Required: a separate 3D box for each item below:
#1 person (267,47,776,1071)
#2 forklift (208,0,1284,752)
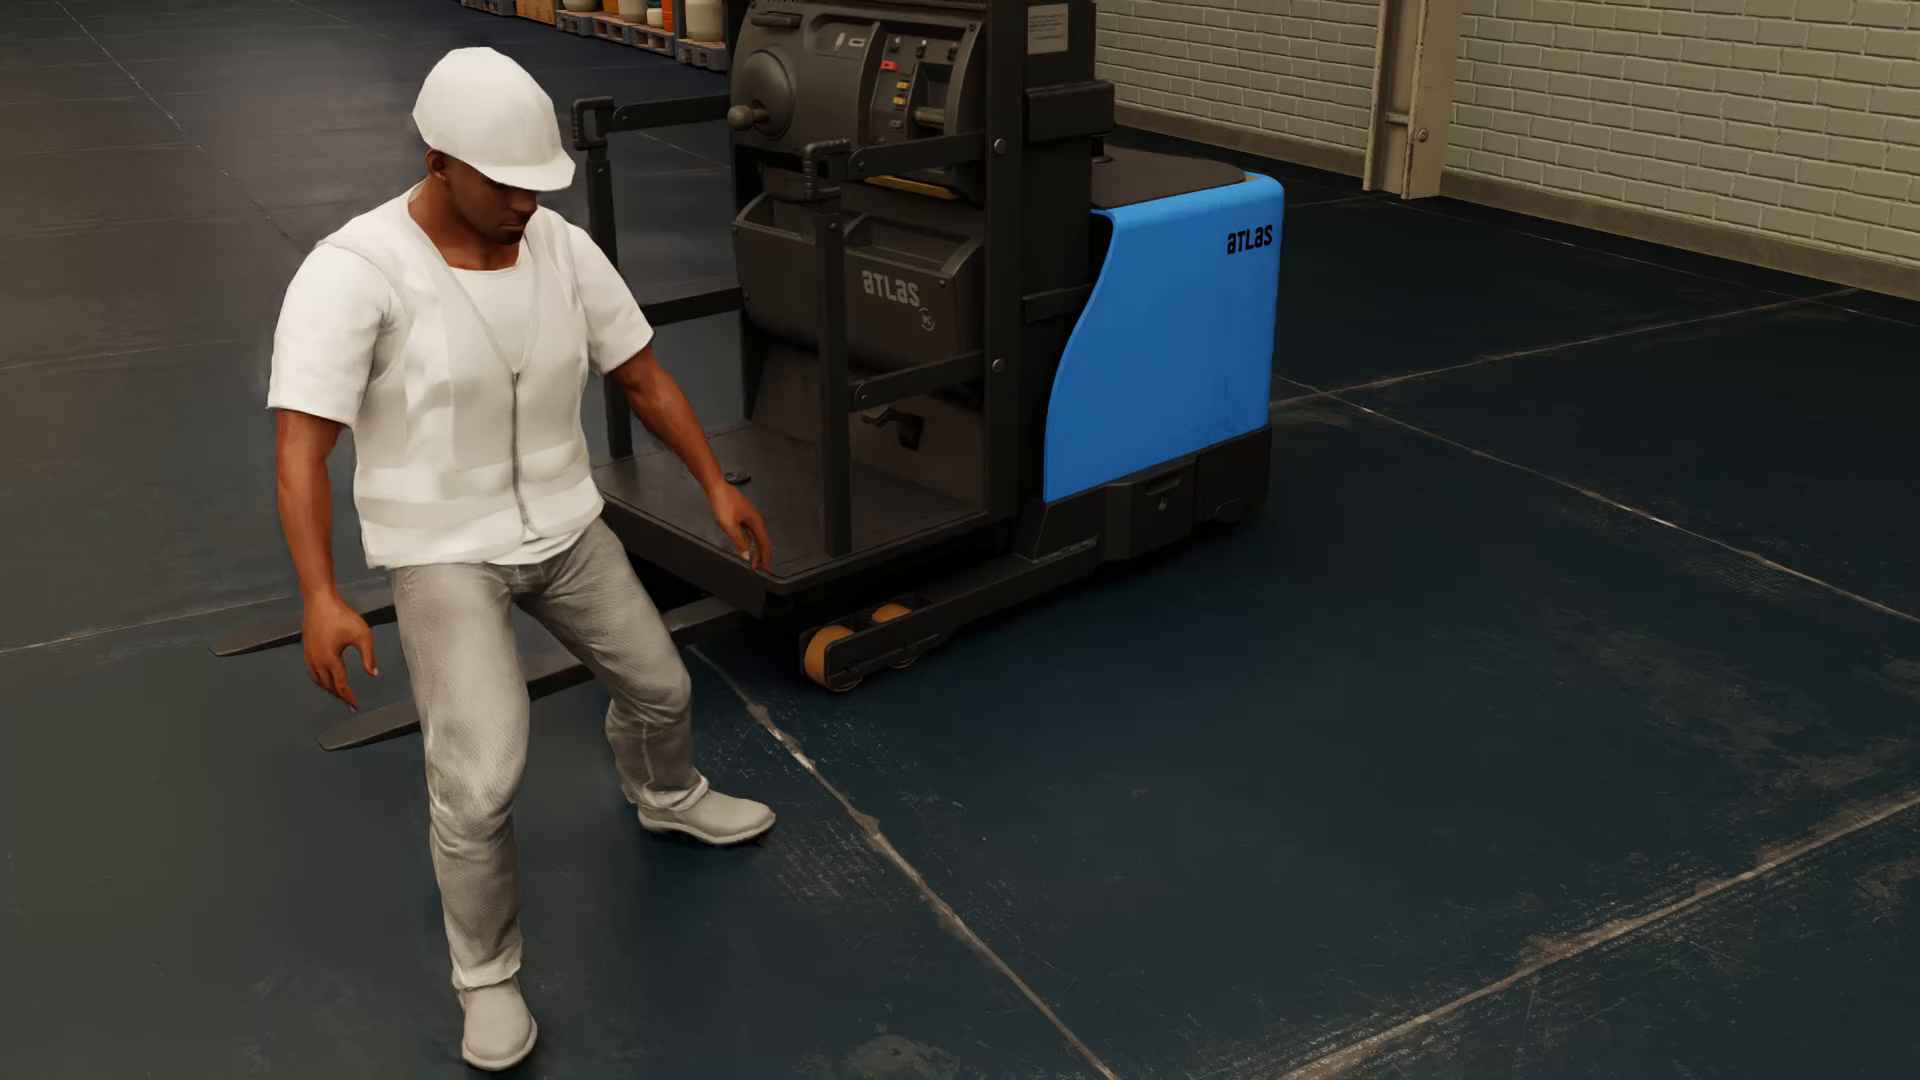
[{"bbox_3d":[-0.716,-0.002,2.941,0.547,1.680,0.972,20,30,40],"label":"person"},{"bbox_3d":[-0.442,-1.194,4.184,3.031,2.935,1.130,-19,29,-39],"label":"forklift"}]
